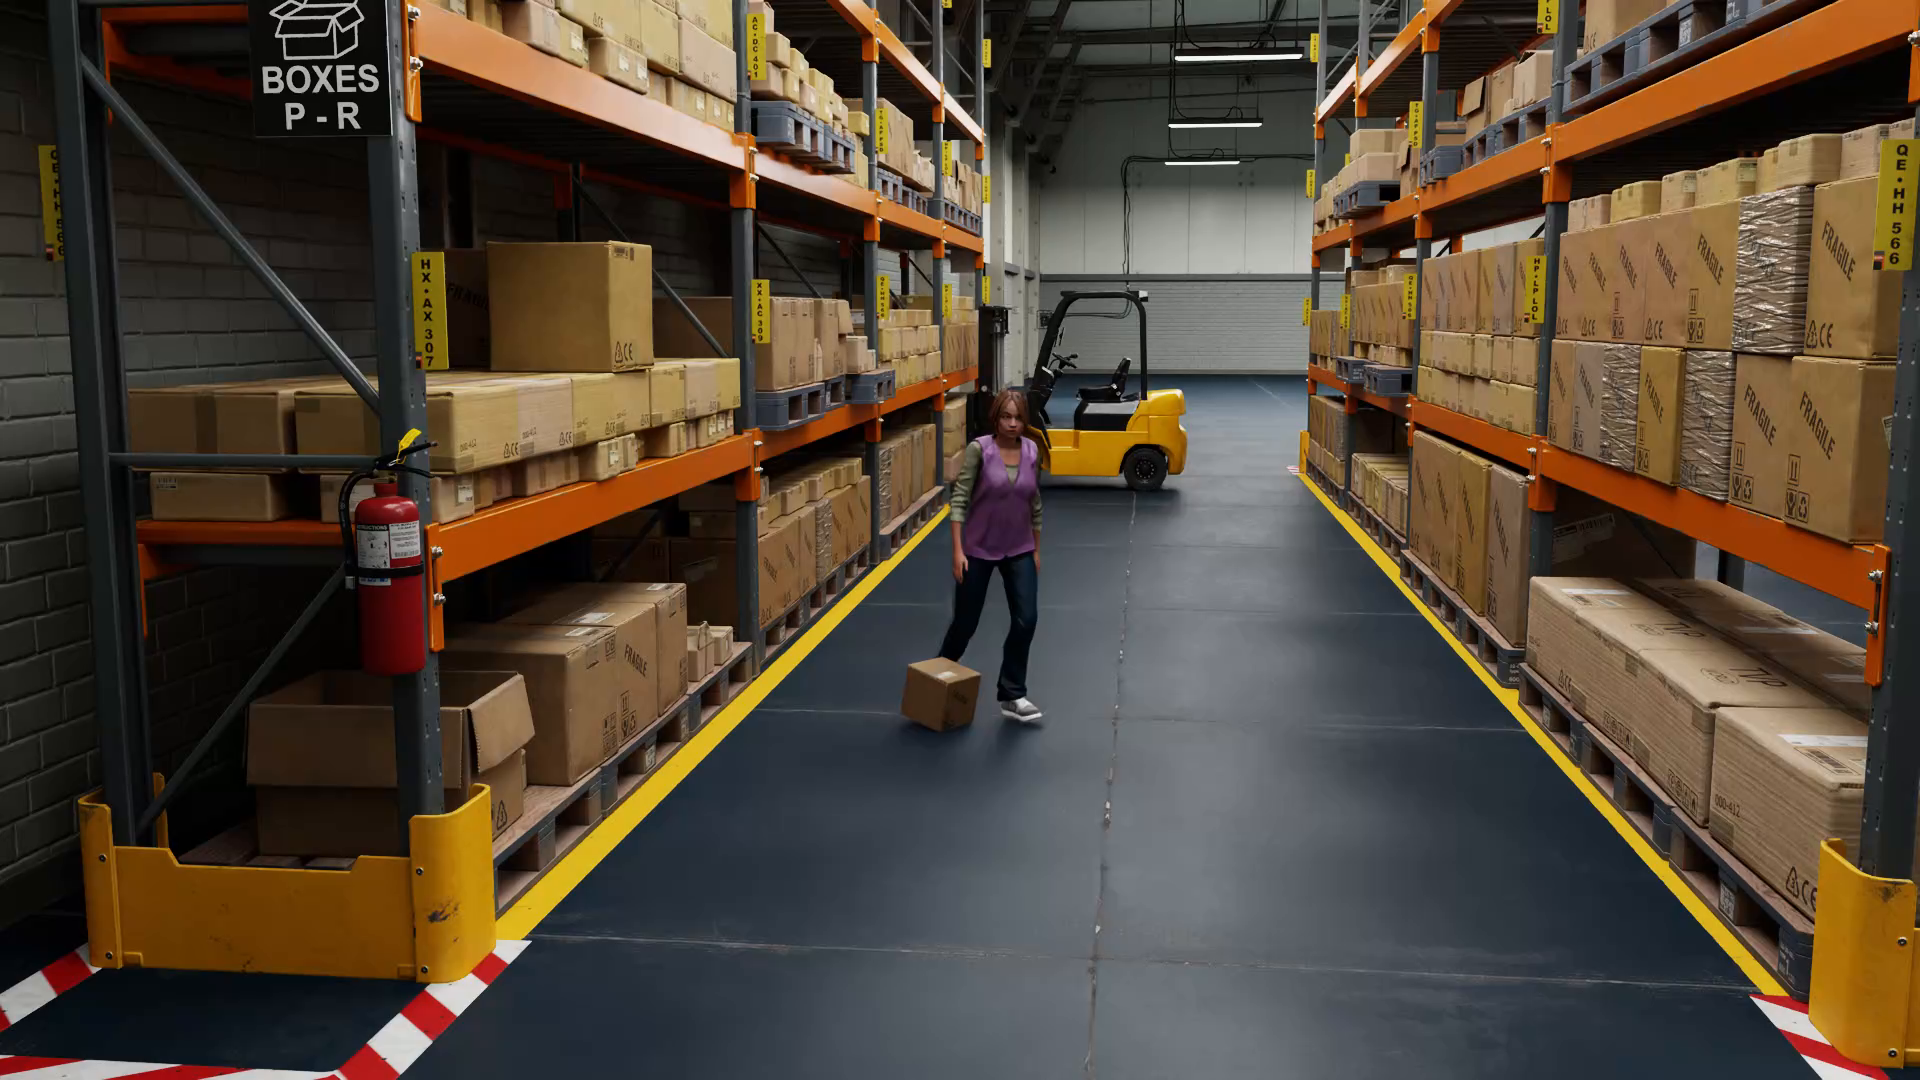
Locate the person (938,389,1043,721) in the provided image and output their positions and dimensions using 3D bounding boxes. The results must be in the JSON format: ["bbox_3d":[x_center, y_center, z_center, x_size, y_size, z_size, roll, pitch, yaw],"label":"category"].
[{"bbox_3d":[0.134,0.049,7.952,0.481,1.555,0.679,-2,8,-16],"label":"person"}]
